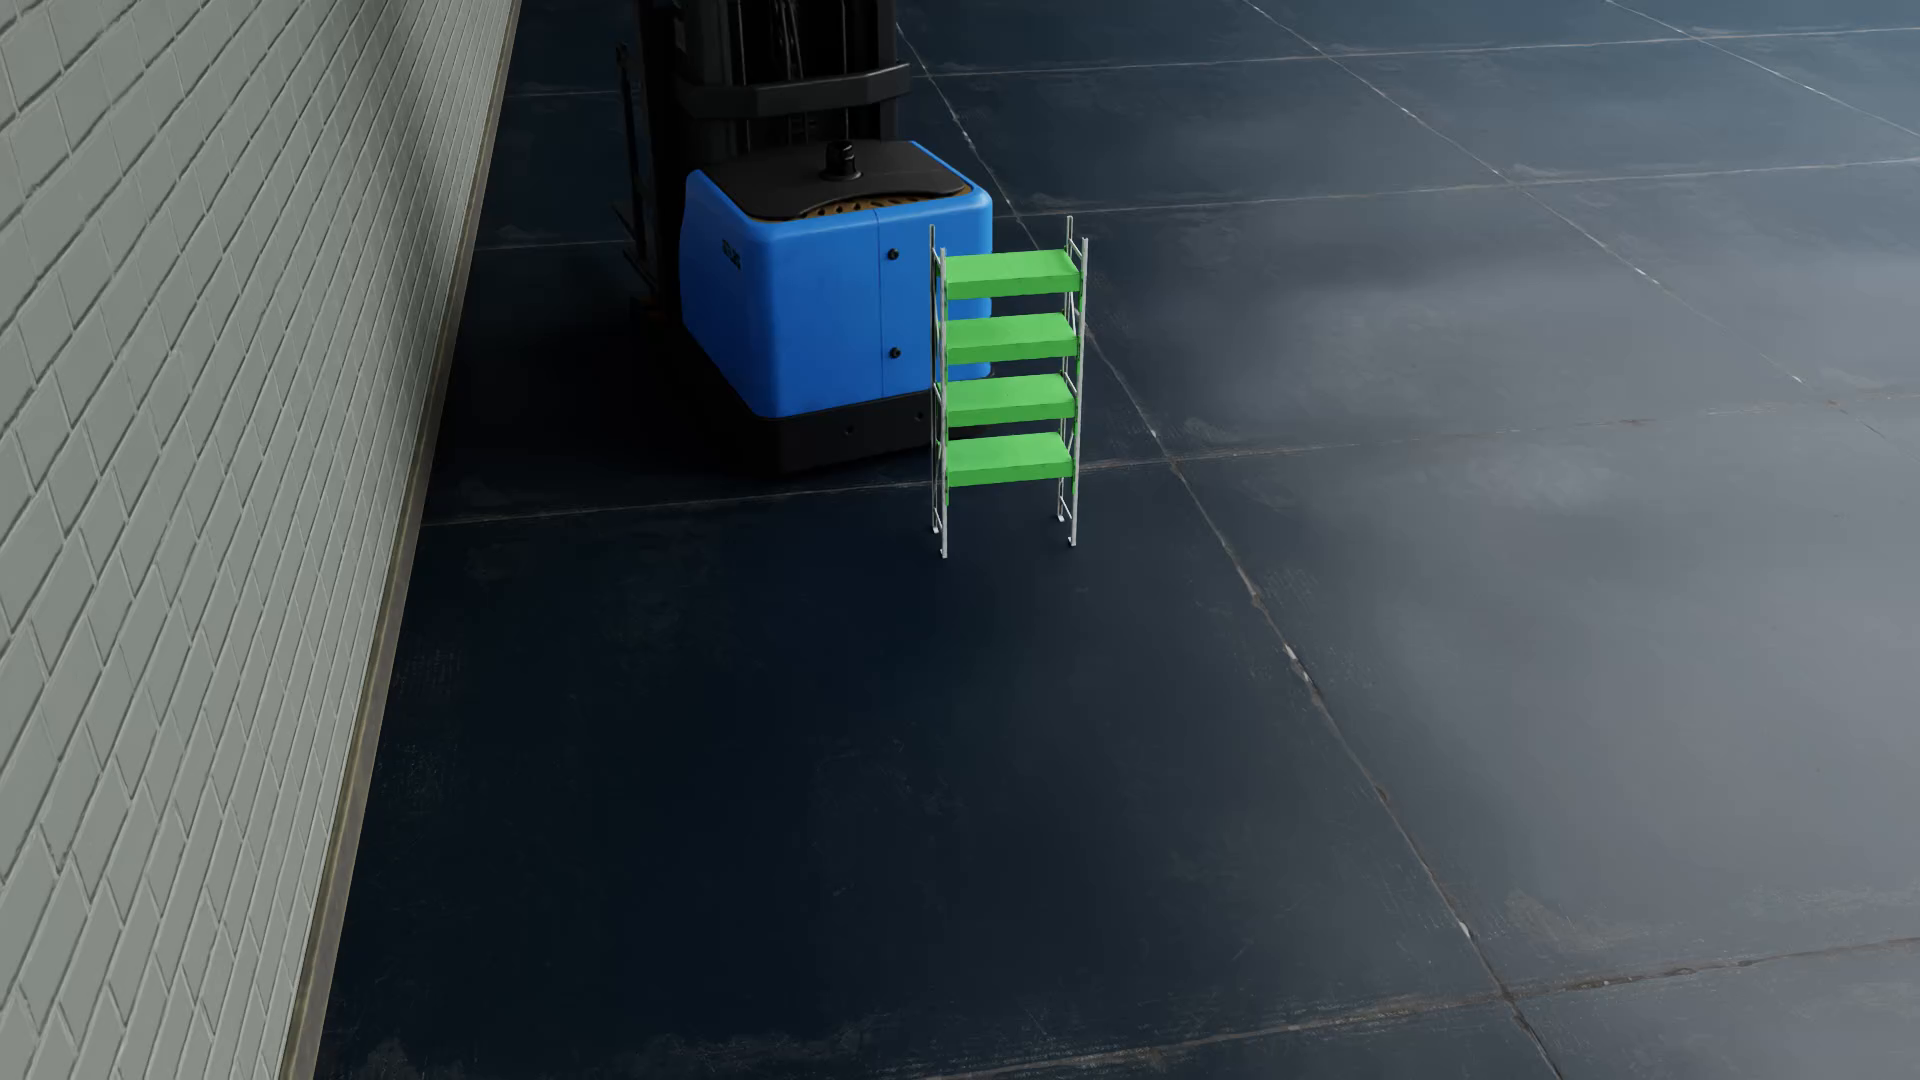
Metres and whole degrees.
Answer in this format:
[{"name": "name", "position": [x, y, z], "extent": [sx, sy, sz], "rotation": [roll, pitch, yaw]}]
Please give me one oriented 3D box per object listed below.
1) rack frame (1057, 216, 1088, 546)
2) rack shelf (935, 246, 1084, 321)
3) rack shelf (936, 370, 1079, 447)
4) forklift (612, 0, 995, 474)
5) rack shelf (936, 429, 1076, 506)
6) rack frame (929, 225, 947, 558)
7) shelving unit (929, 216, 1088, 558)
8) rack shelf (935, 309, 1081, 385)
[{"name": "rack frame", "position": [0.403, -0.555, 6.009], "extent": [0.015, 1.200, 0.240], "rotation": [-5, 31, -9]}, {"name": "rack shelf", "position": [0.163, -0.891, 5.761], "extent": [0.480, 0.148, 0.258], "rotation": [-5, 31, -9]}, {"name": "rack shelf", "position": [0.163, -0.477, 6.004], "extent": [0.480, 0.148, 0.258], "rotation": [-5, 31, -9]}, {"name": "forklift", "position": [-0.925, -2.250, 7.186], "extent": [1.130, 2.935, 3.031], "rotation": [-13, 33, -21]}, {"name": "rack shelf", "position": [0.163, -0.270, 6.126], "extent": [0.480, 0.148, 0.258], "rotation": [-5, 31, -9]}, {"name": "rack frame", "position": [-0.077, -0.510, 5.934], "extent": [0.015, 1.200, 0.240], "rotation": [-5, 31, -9]}, {"name": "shelving unit", "position": [0.163, -0.532, 5.972], "extent": [0.503, 1.200, 0.258], "rotation": [-5, 31, -9]}, {"name": "rack shelf", "position": [0.163, -0.684, 5.882], "extent": [0.480, 0.148, 0.258], "rotation": [-5, 31, -9]}]
